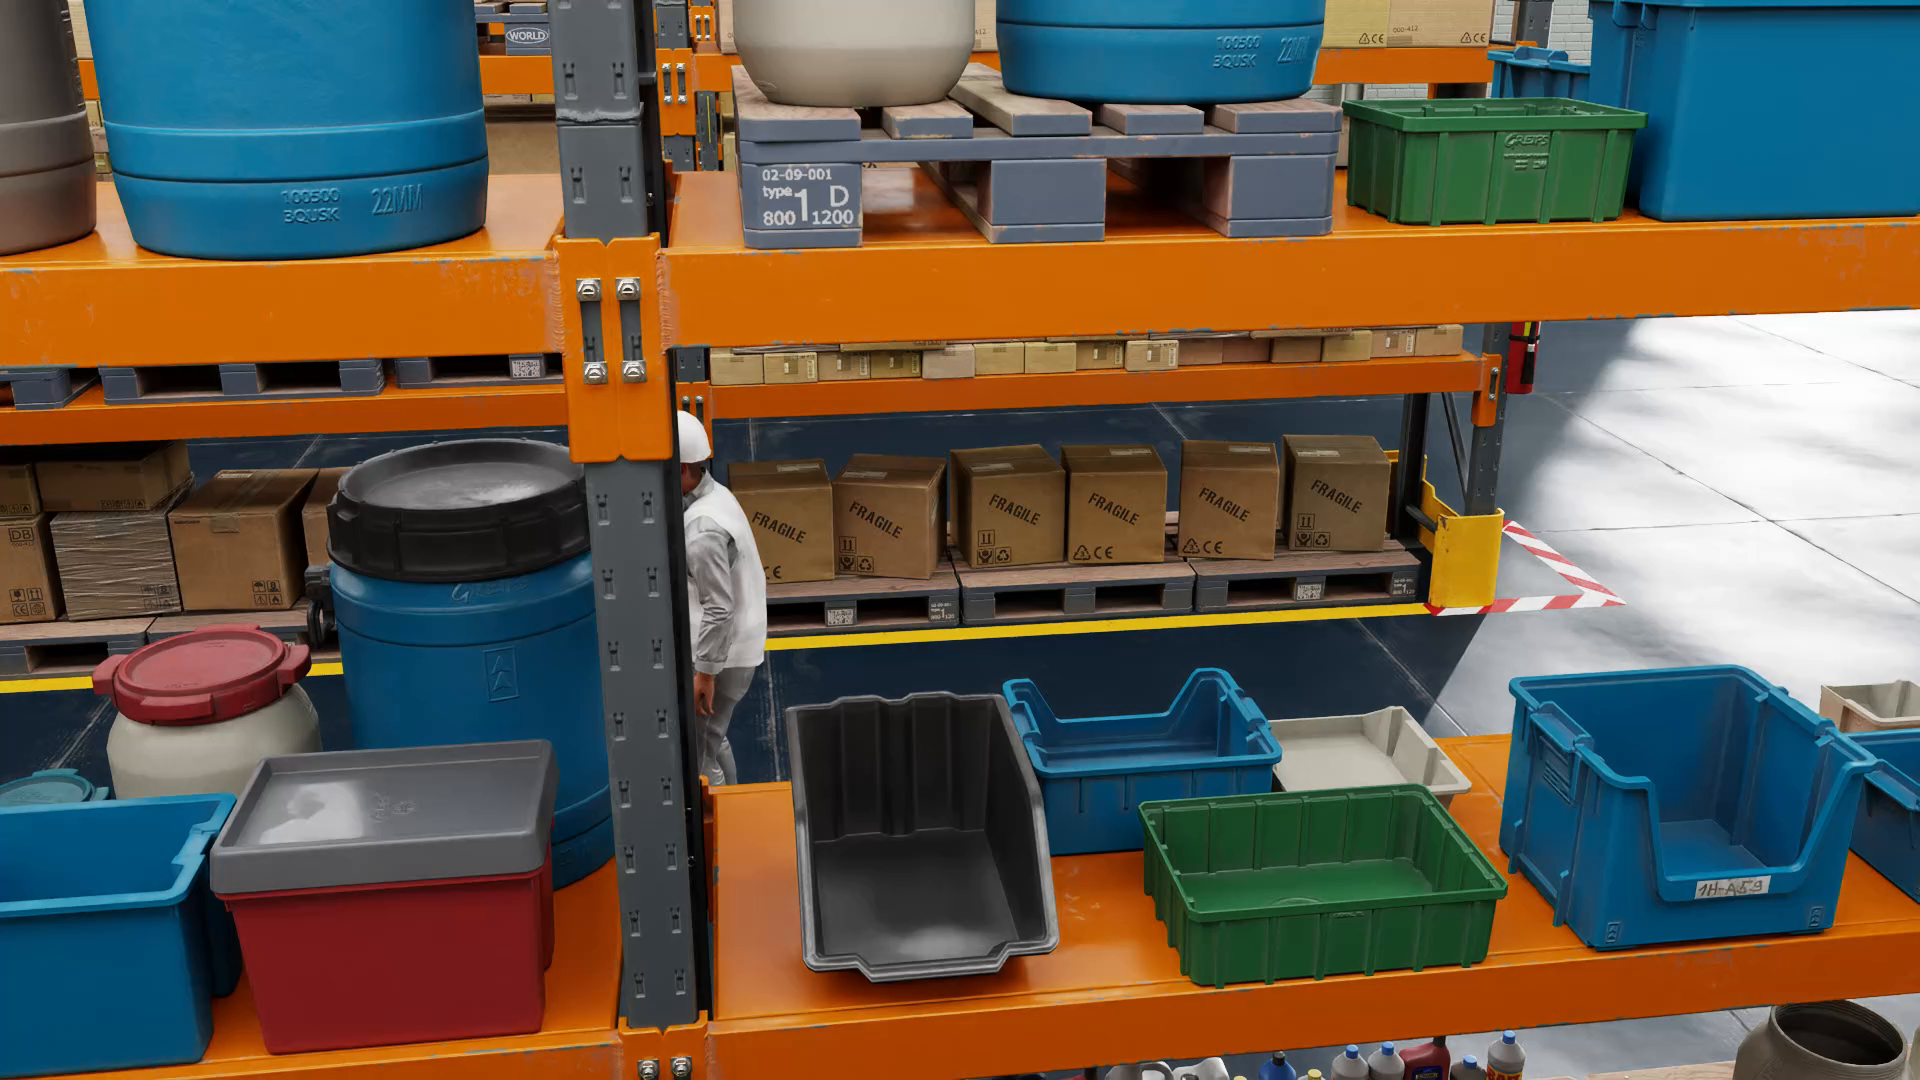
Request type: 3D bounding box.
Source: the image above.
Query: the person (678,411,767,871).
[{"bbox_3d":[-0.927,0.387,5.963,0.476,1.770,0.590,-4,20,-11],"label":"person"}]
